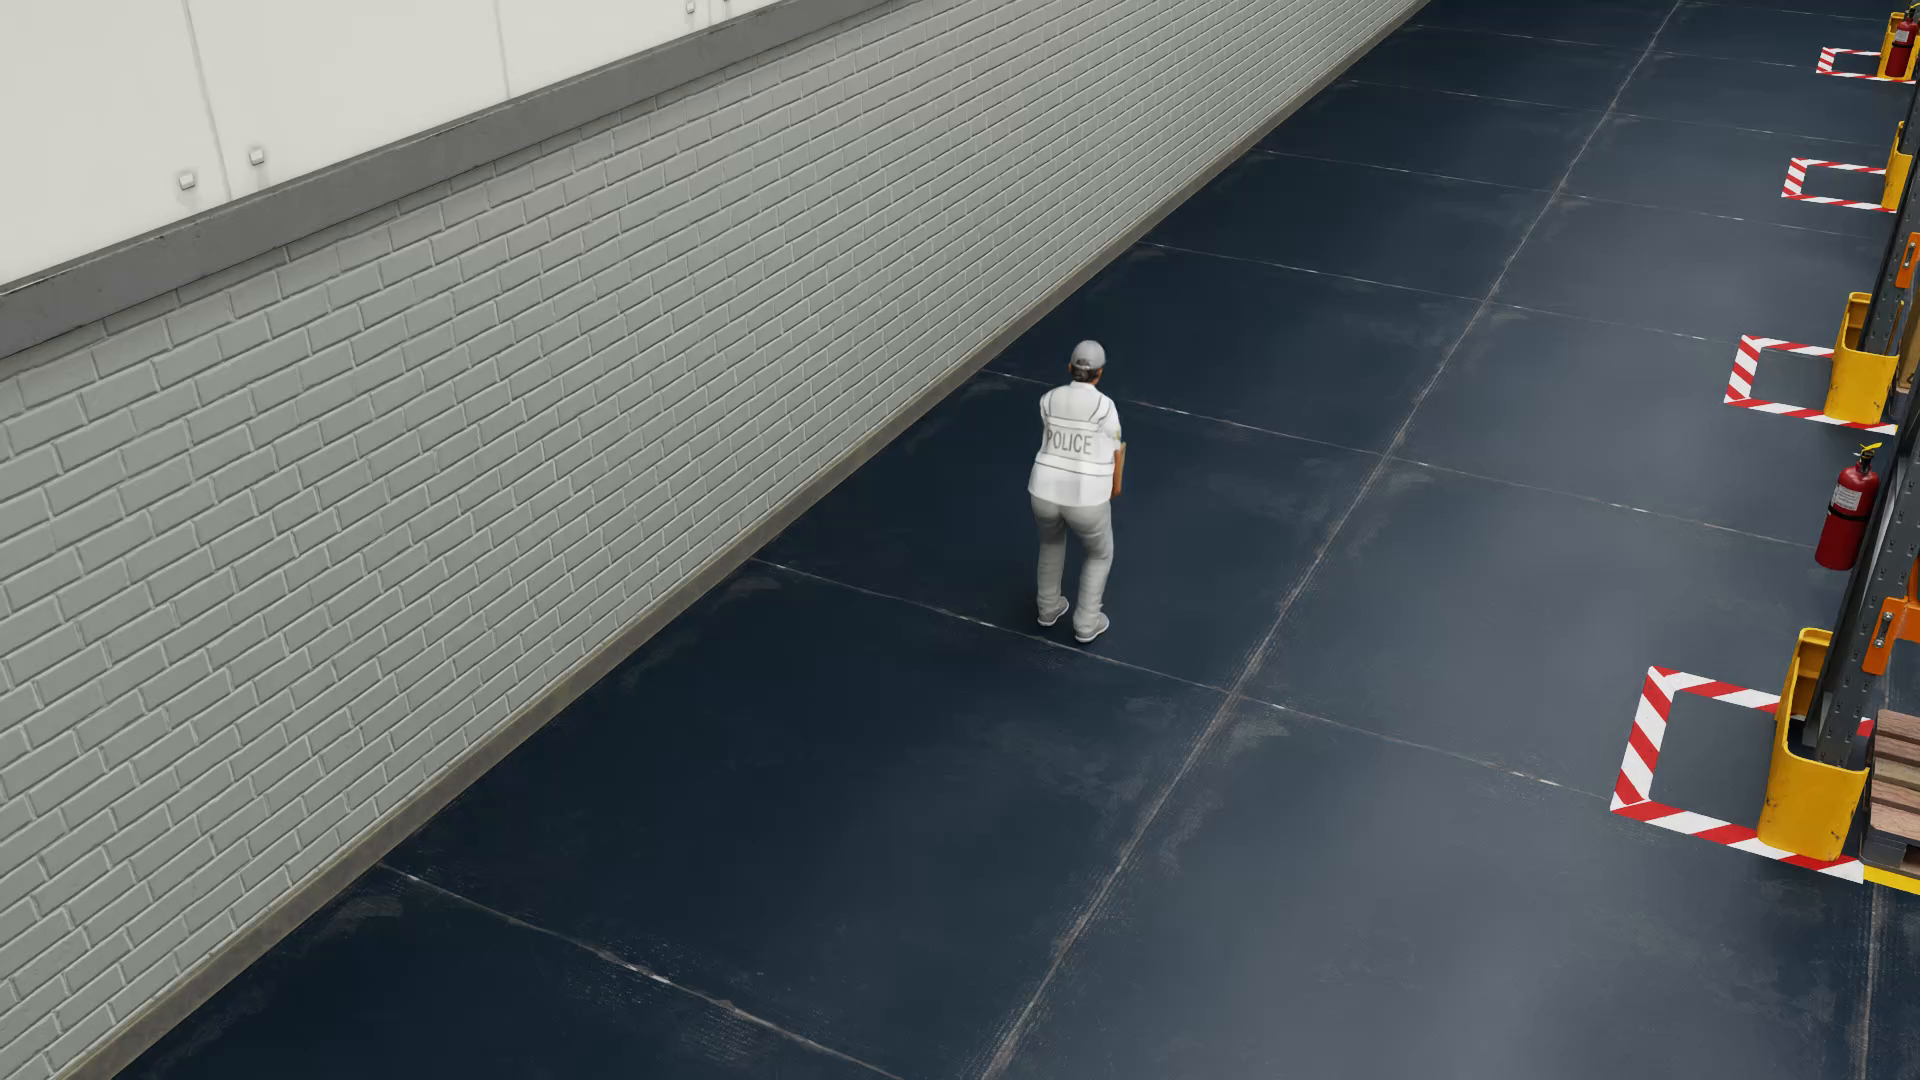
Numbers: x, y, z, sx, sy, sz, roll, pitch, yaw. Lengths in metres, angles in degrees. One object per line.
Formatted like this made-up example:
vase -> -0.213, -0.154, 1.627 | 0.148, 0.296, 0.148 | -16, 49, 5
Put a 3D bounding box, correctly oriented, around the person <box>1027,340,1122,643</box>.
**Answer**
person -> 0.614, -0.253, 8.768 | 0.452, 1.623, 0.592 | 14, 33, 22
